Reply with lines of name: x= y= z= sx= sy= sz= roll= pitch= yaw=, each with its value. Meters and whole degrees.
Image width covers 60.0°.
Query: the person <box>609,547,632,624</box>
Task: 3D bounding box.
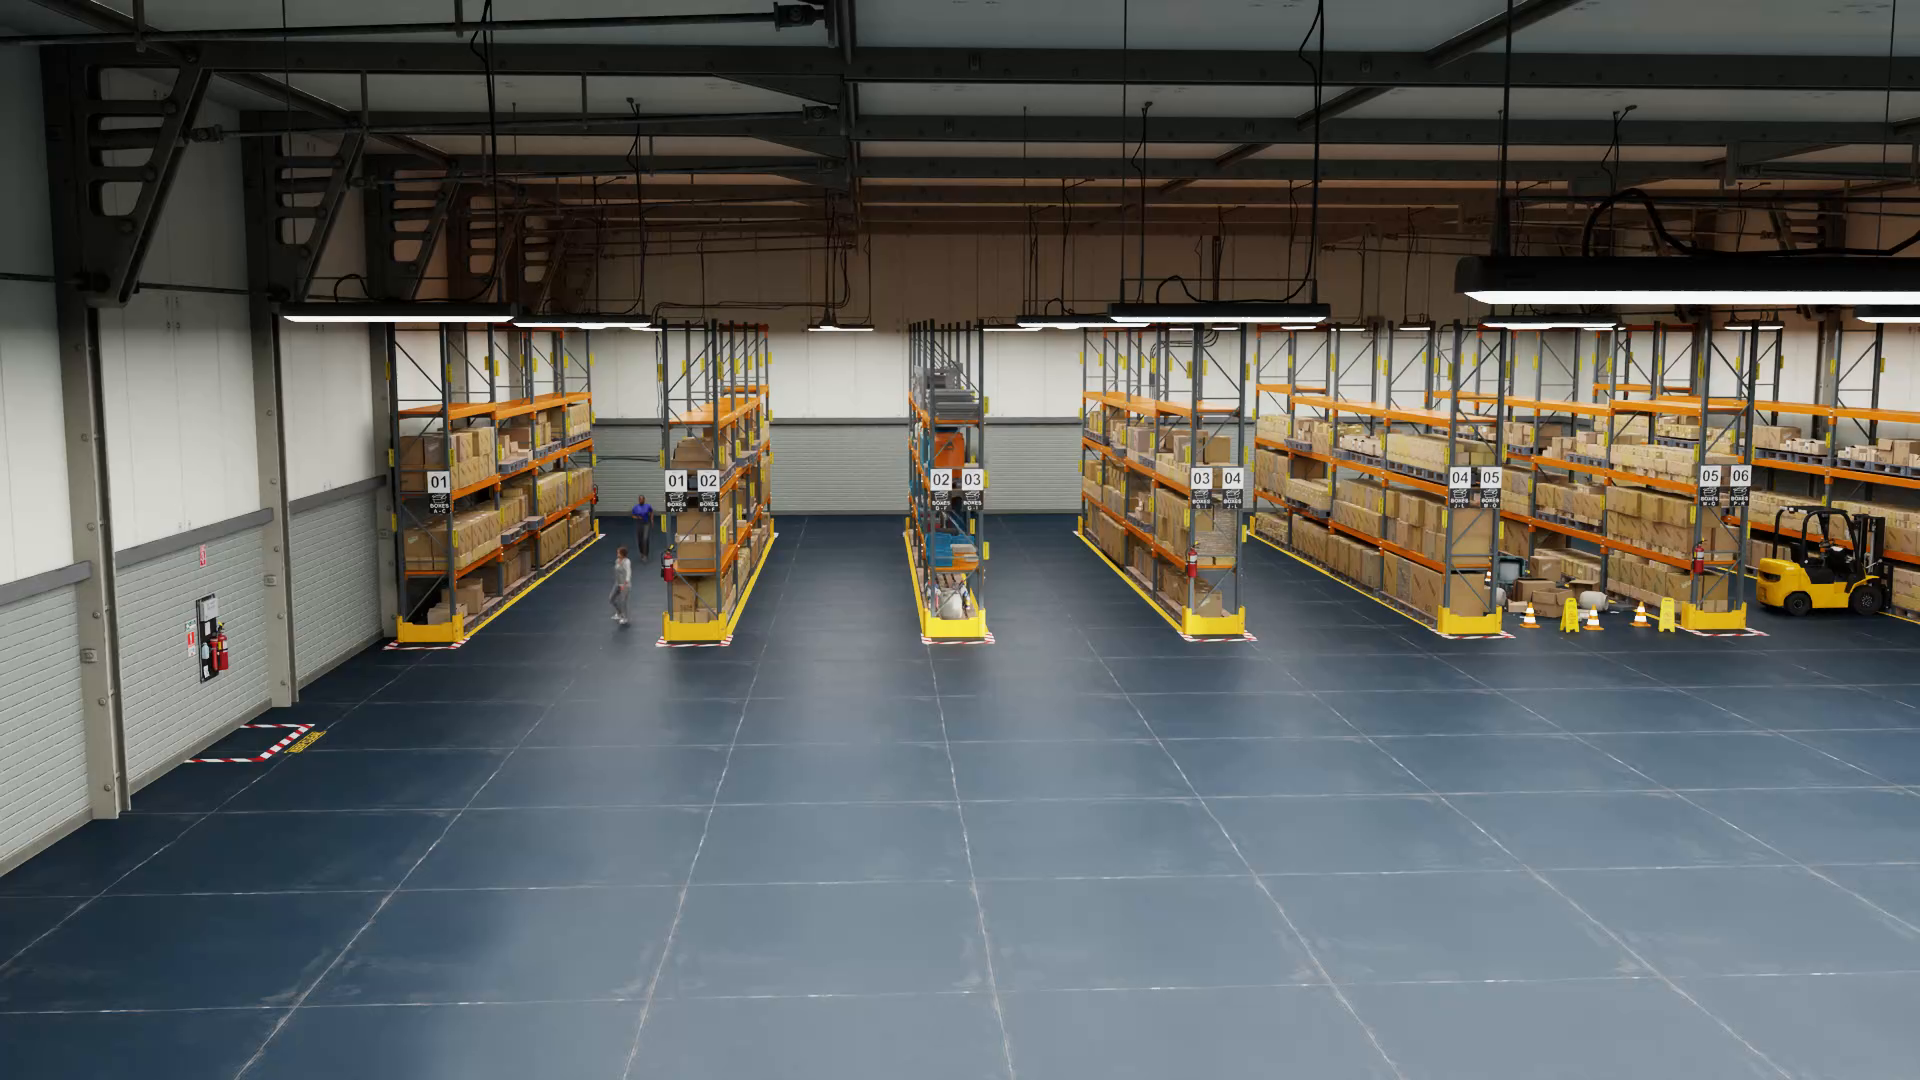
person: x=-6.719 y=0.905 z=32.949 sx=0.653 sy=1.584 sz=0.447 roll=5 pitch=9 yaw=35

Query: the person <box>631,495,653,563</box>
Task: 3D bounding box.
person: x=-8.044 y=-0.293 z=42.144 sx=0.529 sy=1.701 sz=0.849 roll=-1 pitch=7 yaw=-7

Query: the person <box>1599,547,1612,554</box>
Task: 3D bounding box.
person: x=17.035 y=-0.465 z=43.201 sx=0.705 sy=1.734 sz=0.875 roll=-3 pitch=8 yaw=-26
